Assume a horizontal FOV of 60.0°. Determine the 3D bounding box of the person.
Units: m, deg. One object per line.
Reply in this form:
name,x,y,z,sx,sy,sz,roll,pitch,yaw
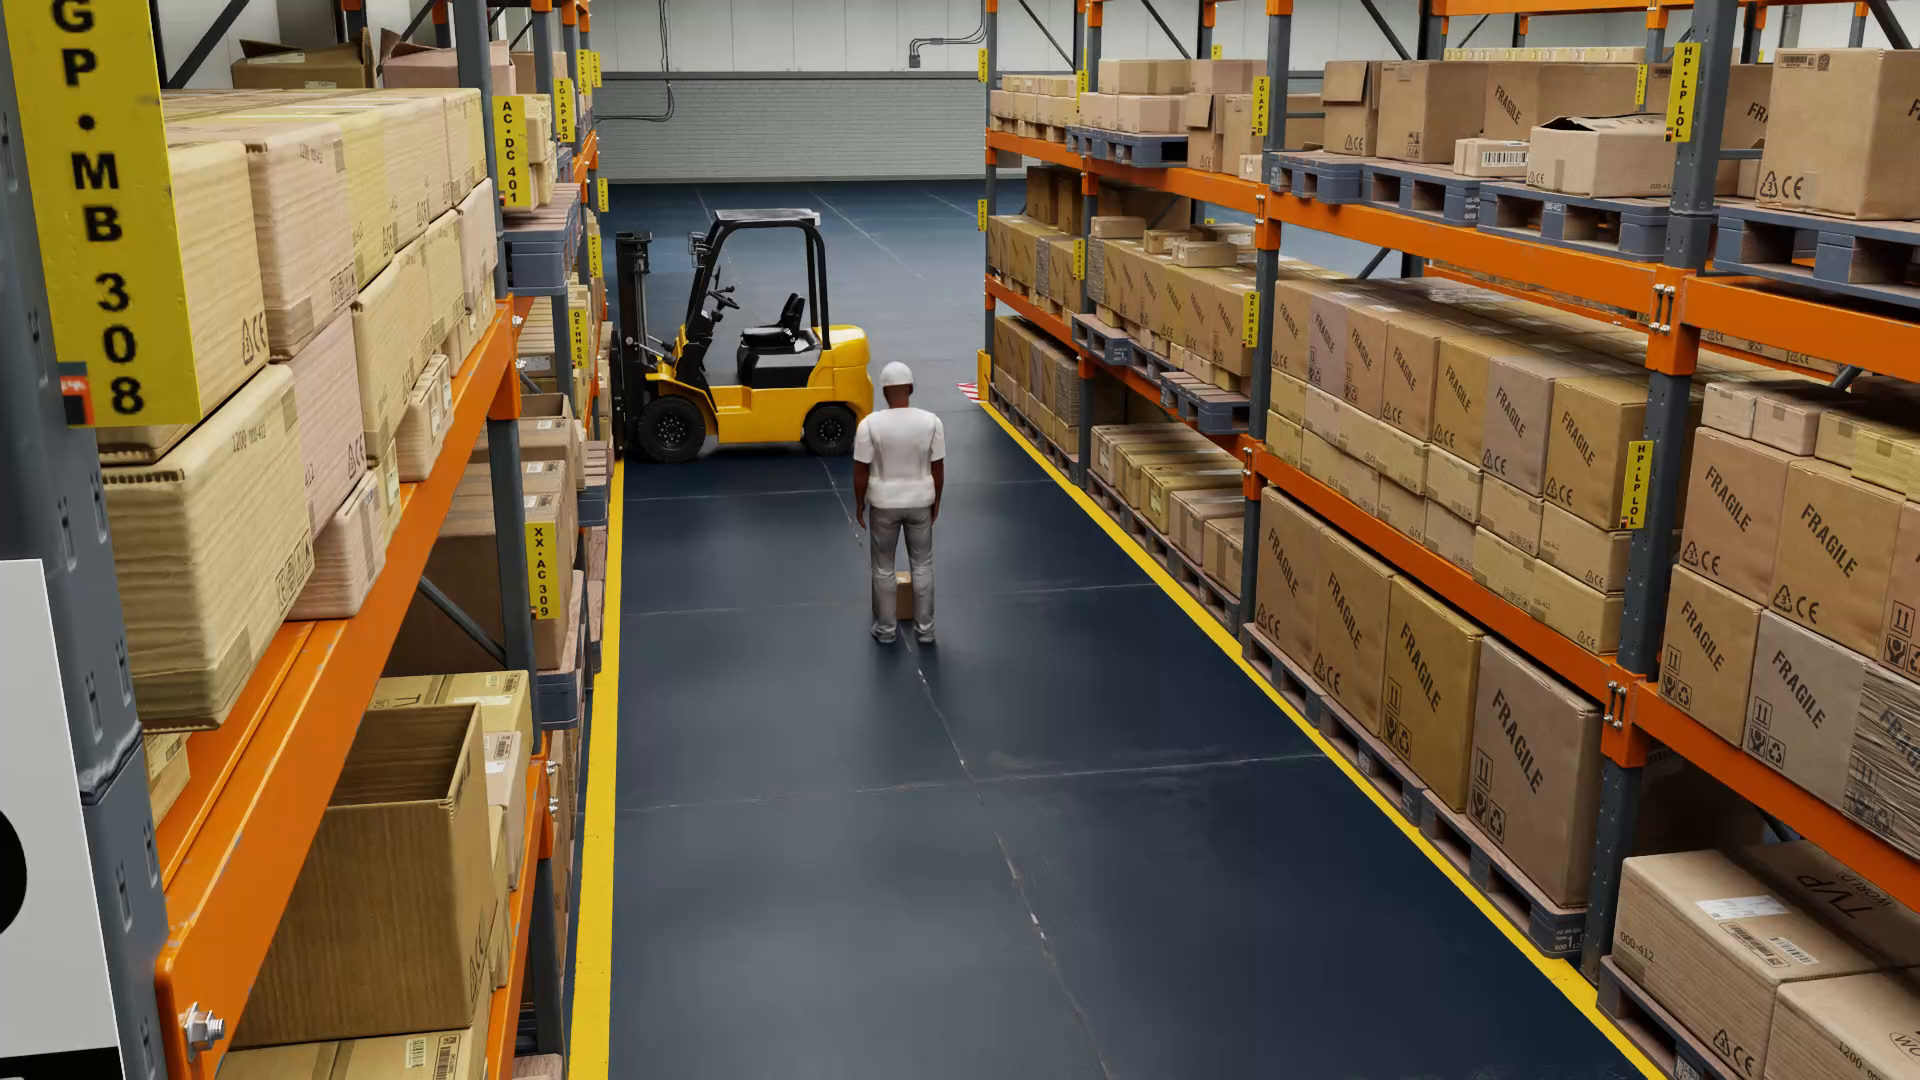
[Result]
person,-0.378,-0.224,10.276,0.566,1.769,0.364,-3,16,-9
